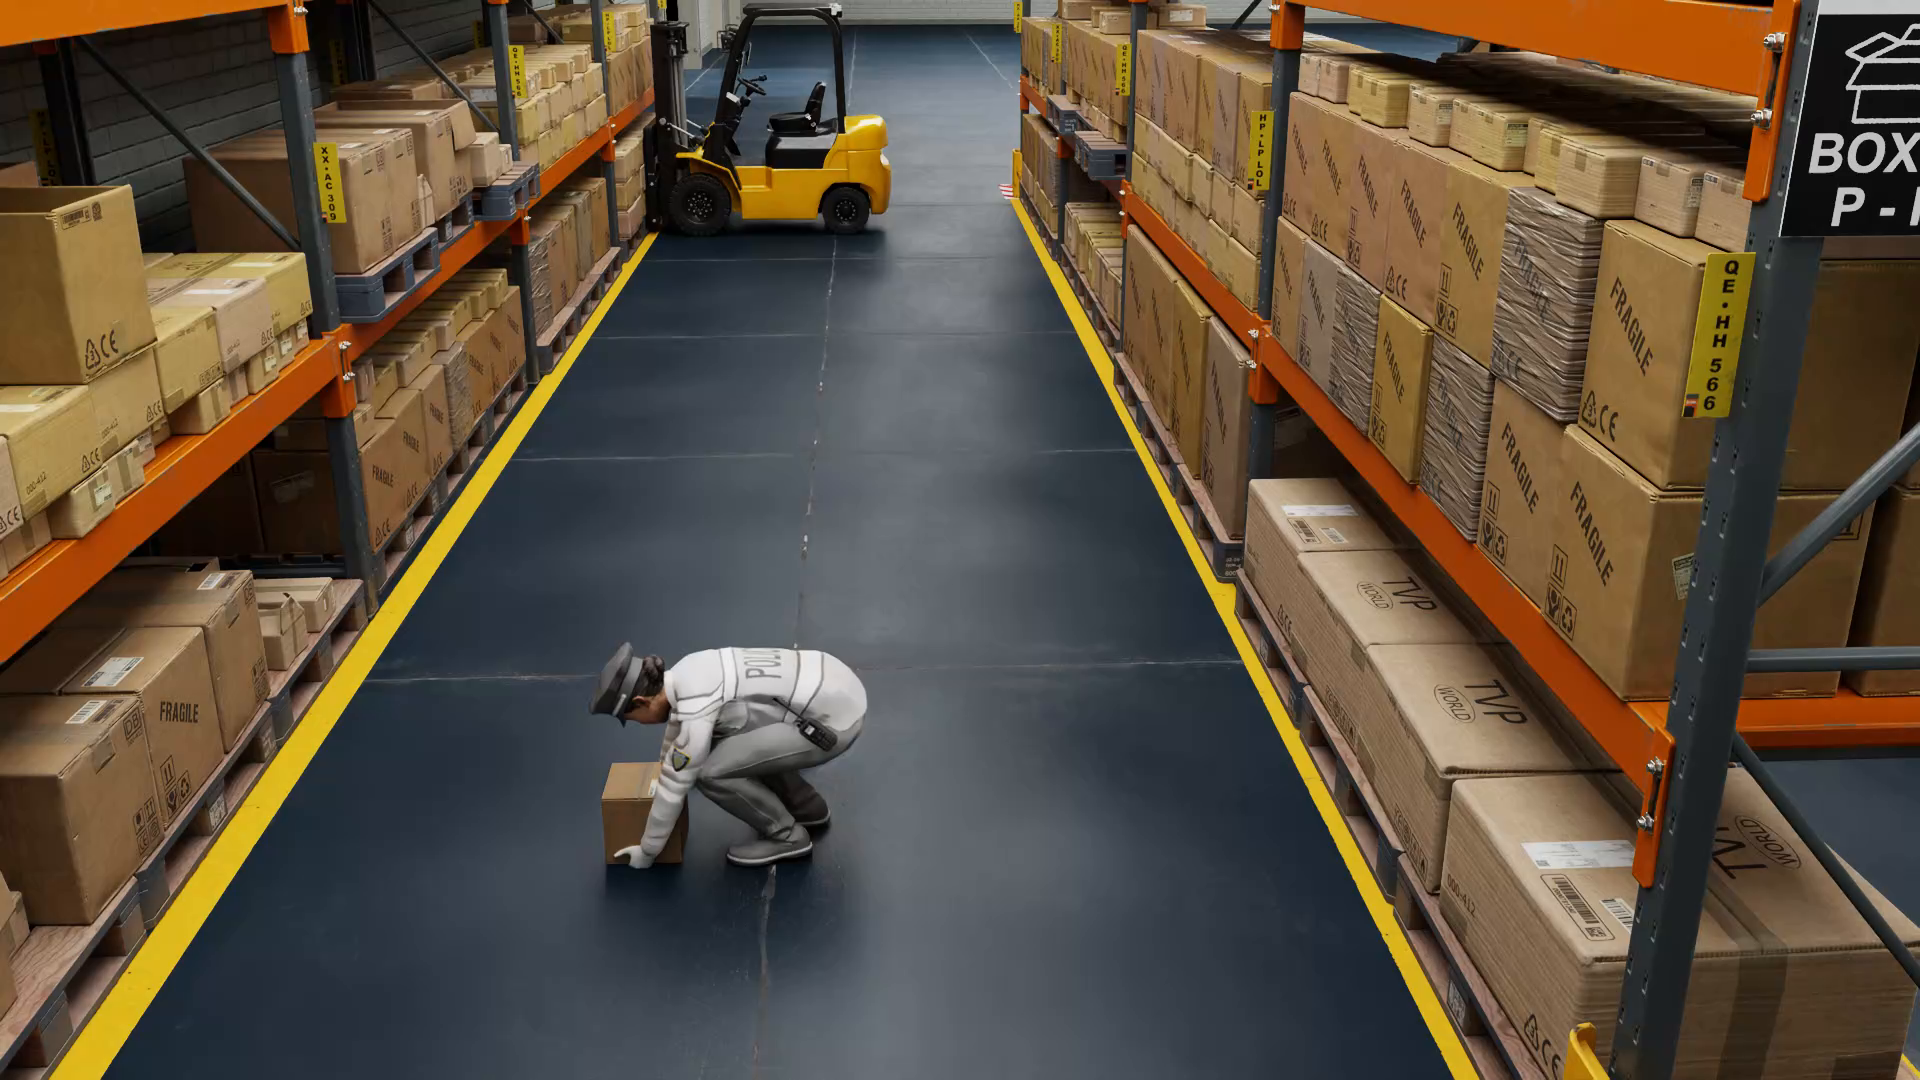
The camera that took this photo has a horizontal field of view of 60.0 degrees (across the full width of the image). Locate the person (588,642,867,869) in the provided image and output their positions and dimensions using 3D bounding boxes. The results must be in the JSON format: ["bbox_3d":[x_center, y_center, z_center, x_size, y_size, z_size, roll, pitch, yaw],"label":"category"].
[{"bbox_3d":[-0.763,0.689,5.551,0.910,0.773,0.449,-2,21,-4],"label":"person"}]
